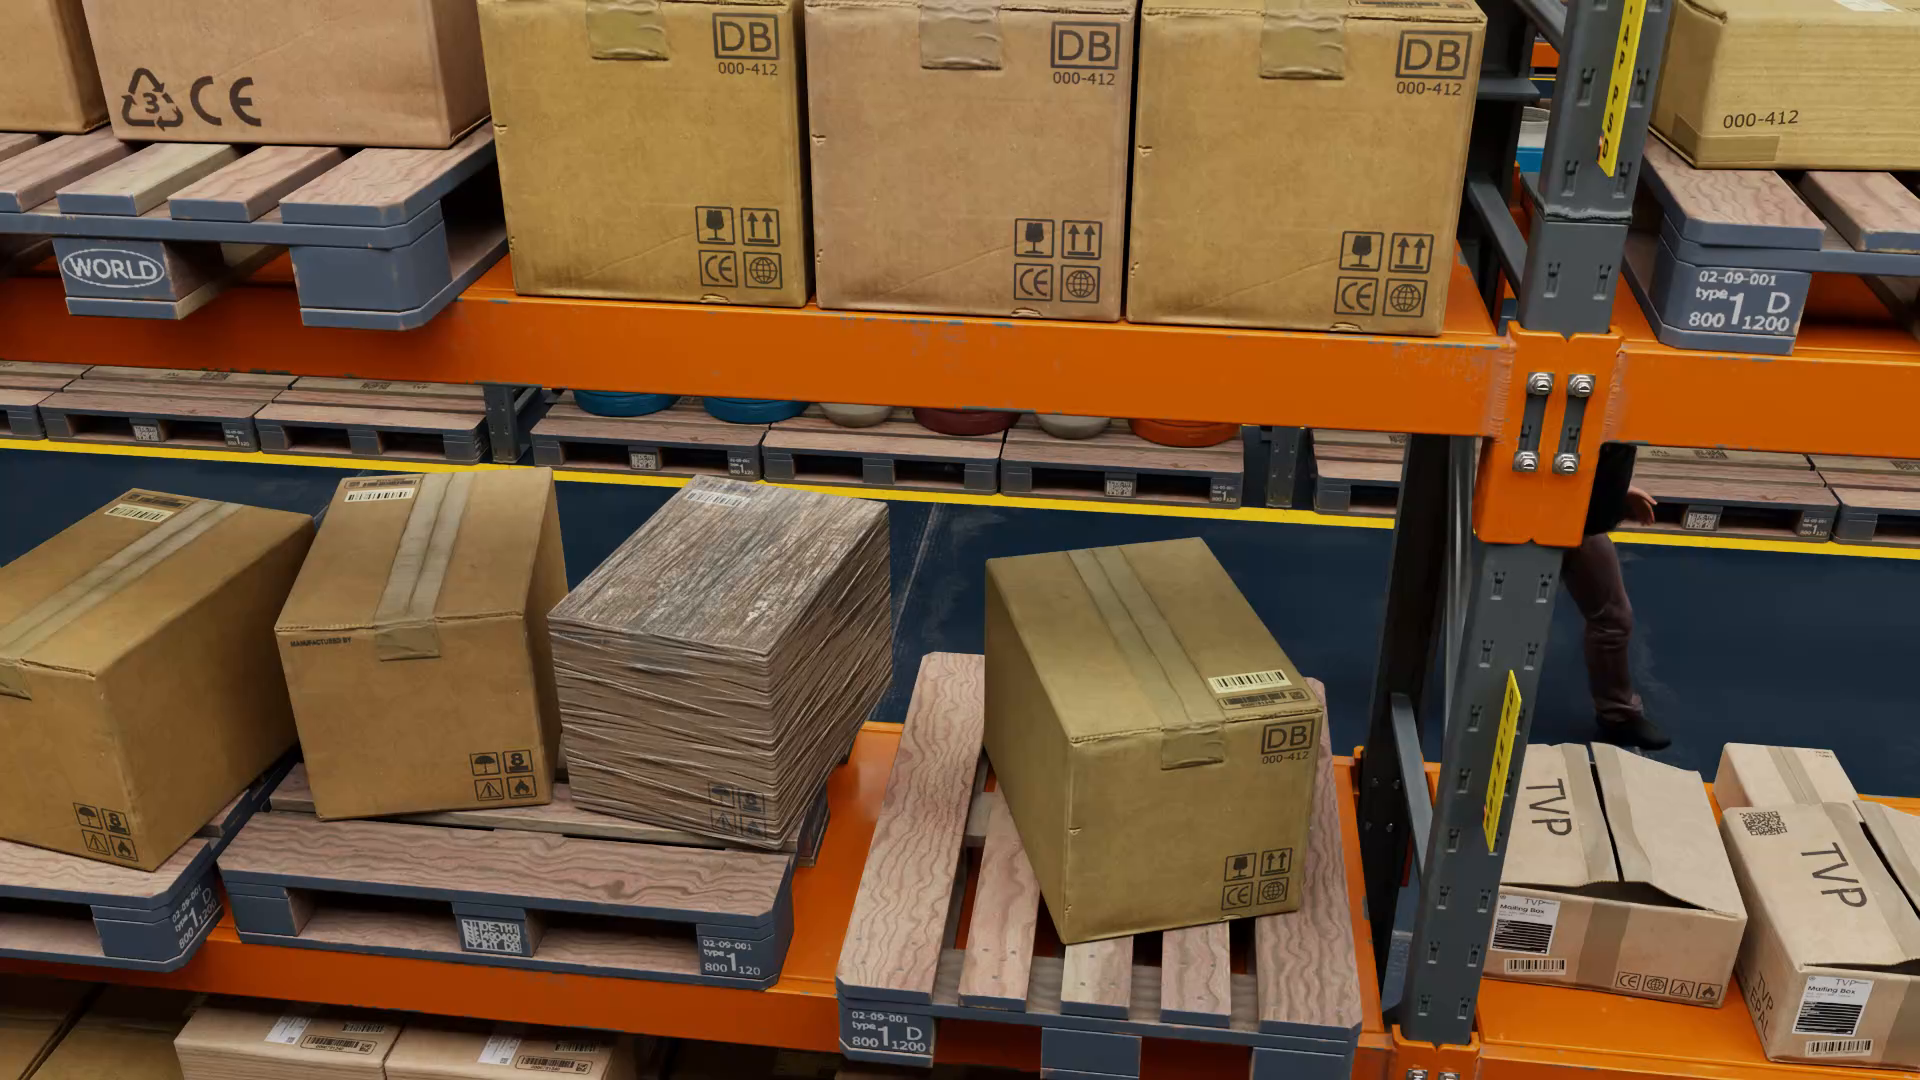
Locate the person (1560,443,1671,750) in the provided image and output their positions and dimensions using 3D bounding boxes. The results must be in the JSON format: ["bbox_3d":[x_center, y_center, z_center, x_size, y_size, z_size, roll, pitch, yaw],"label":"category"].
[{"bbox_3d":[2.380,-0.061,6.269,0.863,1.730,0.566,7,29,13],"label":"person"}]
